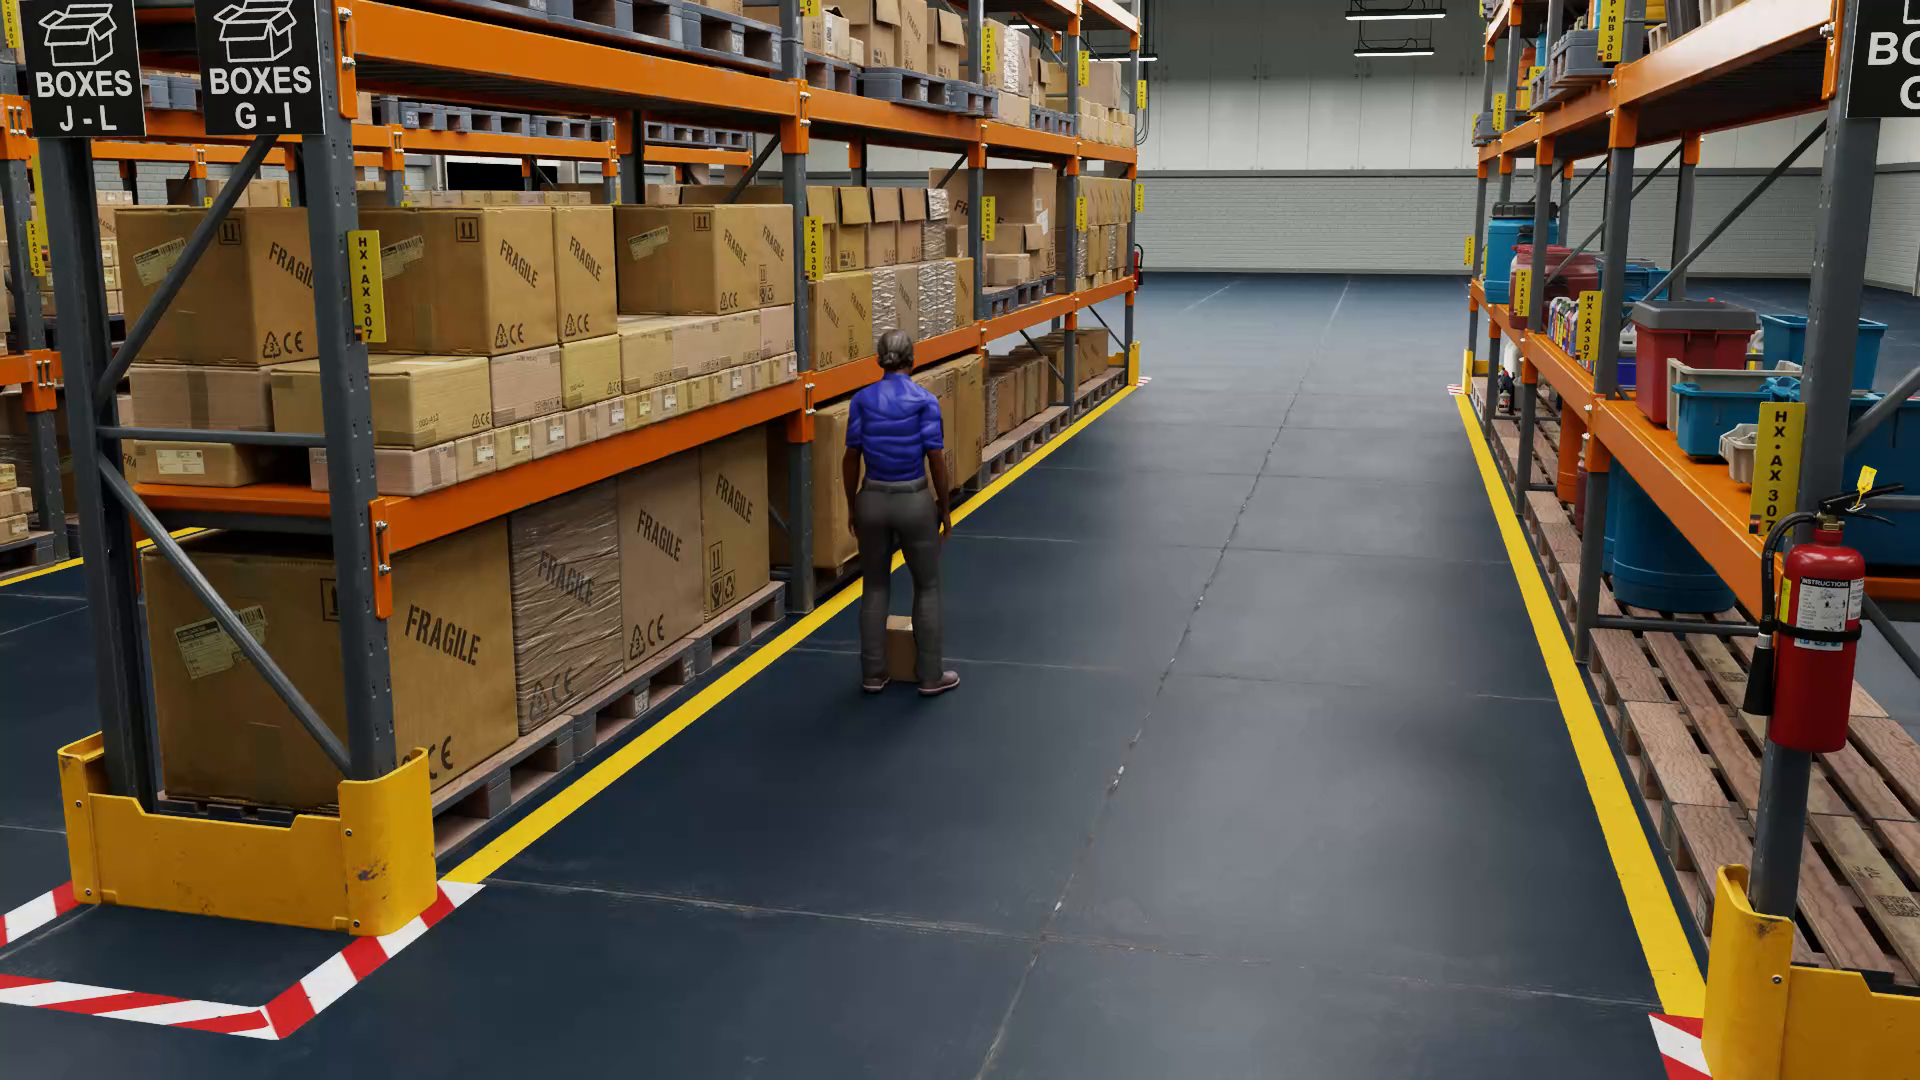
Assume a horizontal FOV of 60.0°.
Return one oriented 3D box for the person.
[{"bbox_3d":[-0.275,-0.123,7.559,0.510,1.655,0.349,3,12,13],"label":"person"}]
